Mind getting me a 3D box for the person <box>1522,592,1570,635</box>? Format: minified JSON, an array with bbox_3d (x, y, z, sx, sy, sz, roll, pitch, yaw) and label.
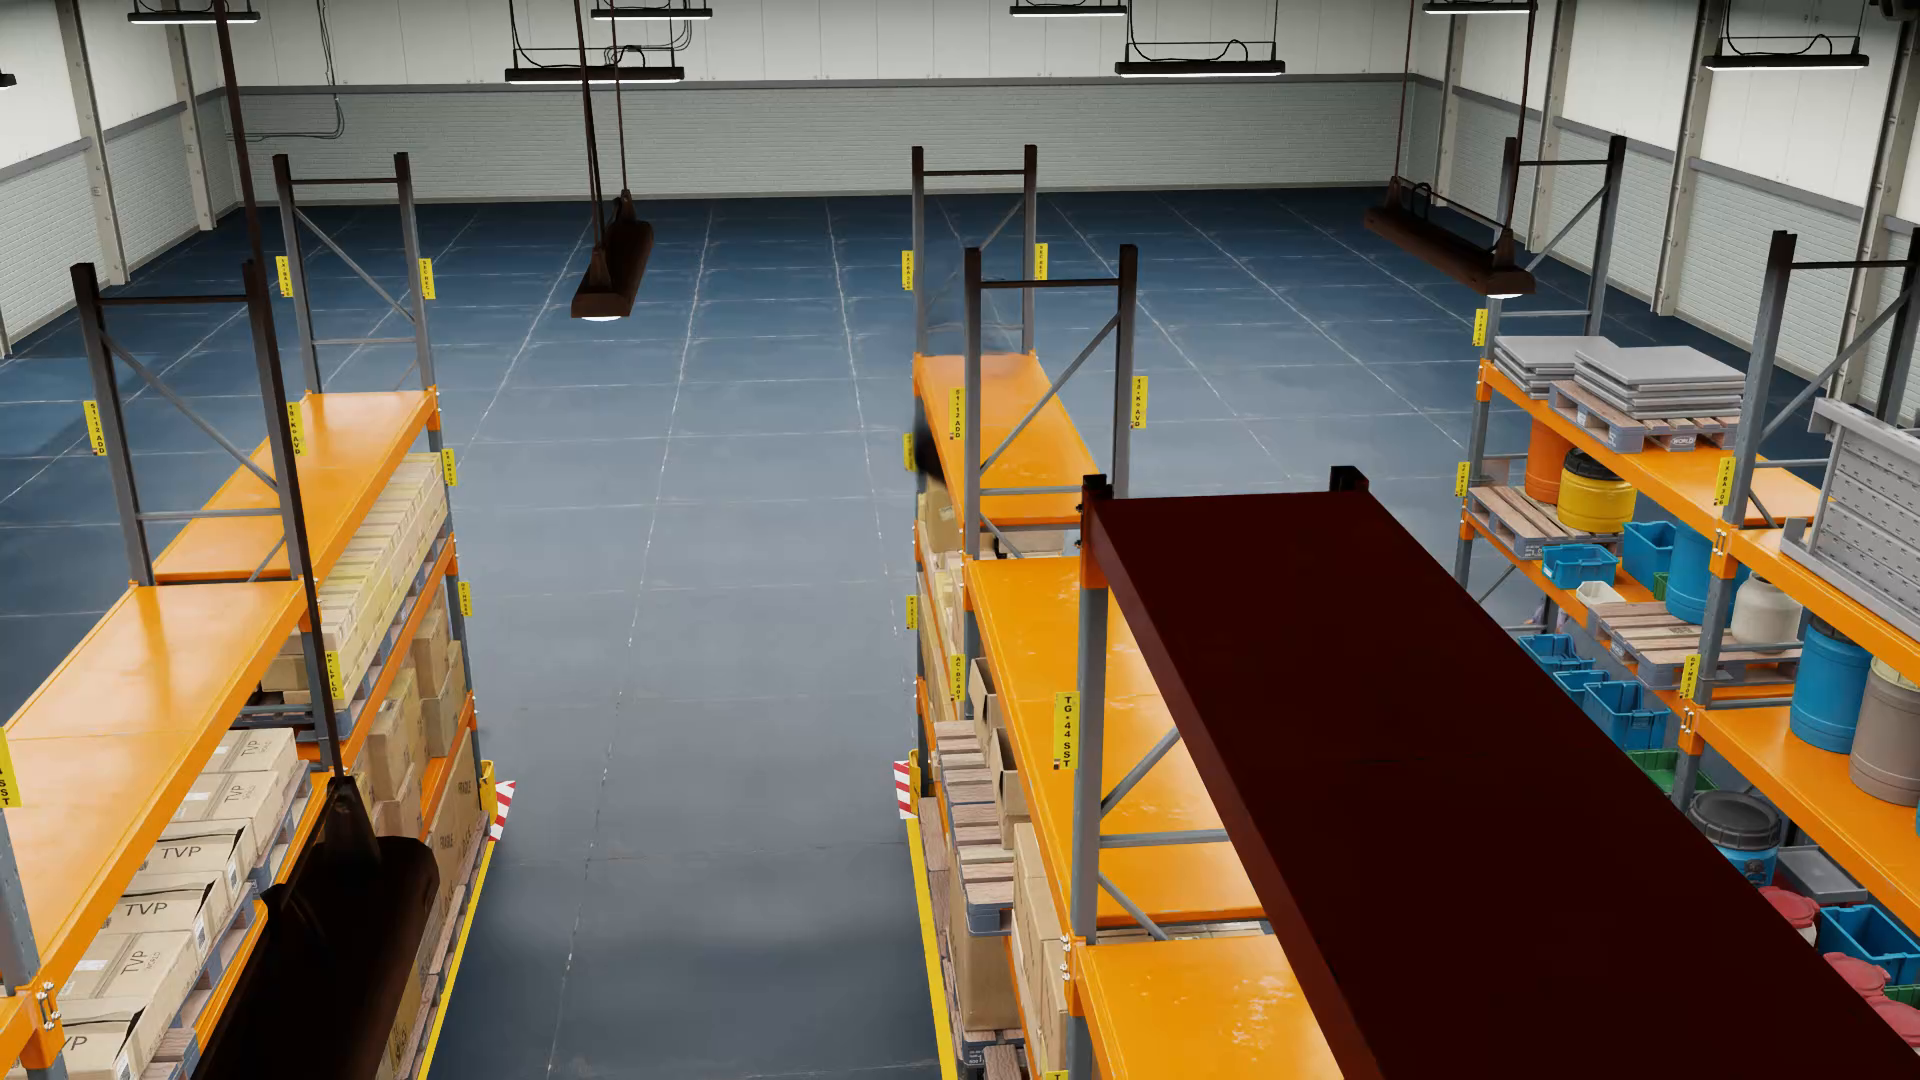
[{"bbox_3d":[5.857,1.099,16.695,0.634,1.595,0.590,-20,29,-40],"label":"person"}]
